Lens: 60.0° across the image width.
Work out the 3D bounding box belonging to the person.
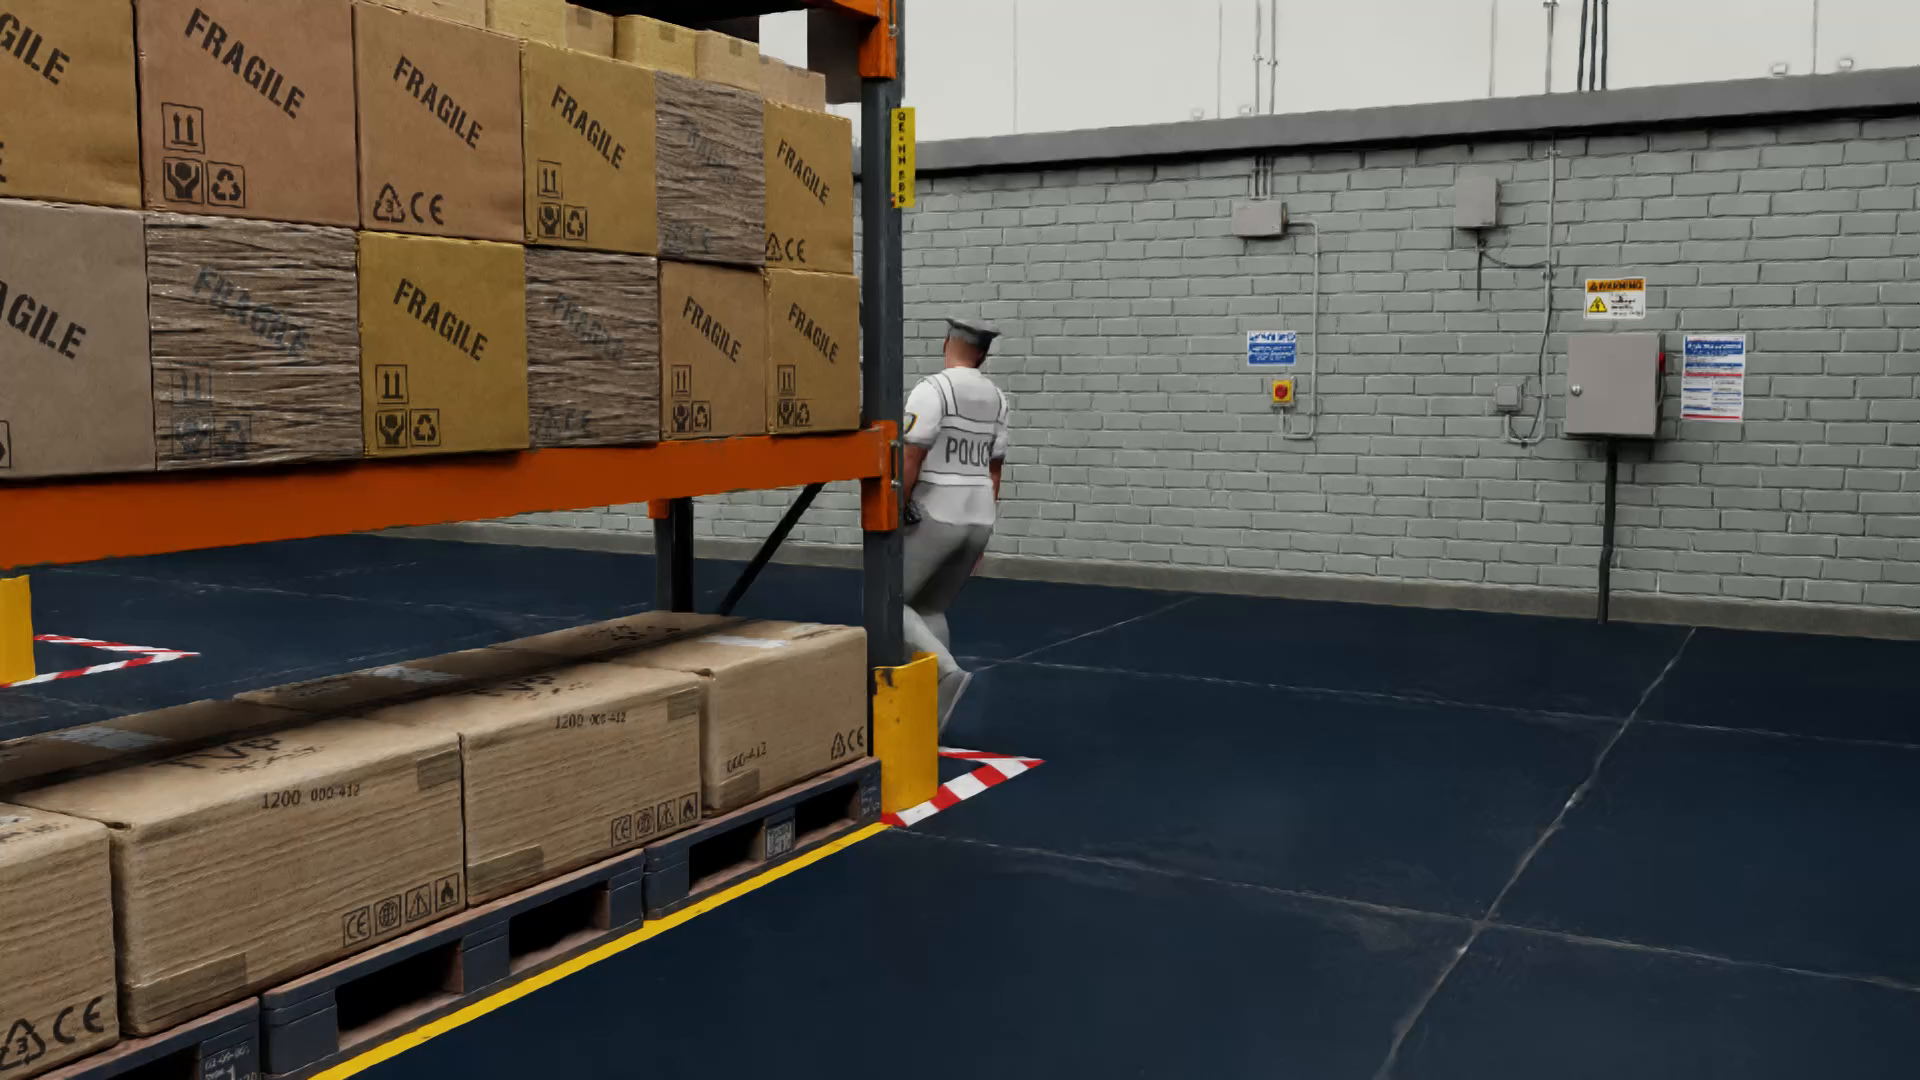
[{"bbox_3d":[-0.093,-0.057,6.800,0.540,1.734,0.600,4,7,34],"label":"person"}]
